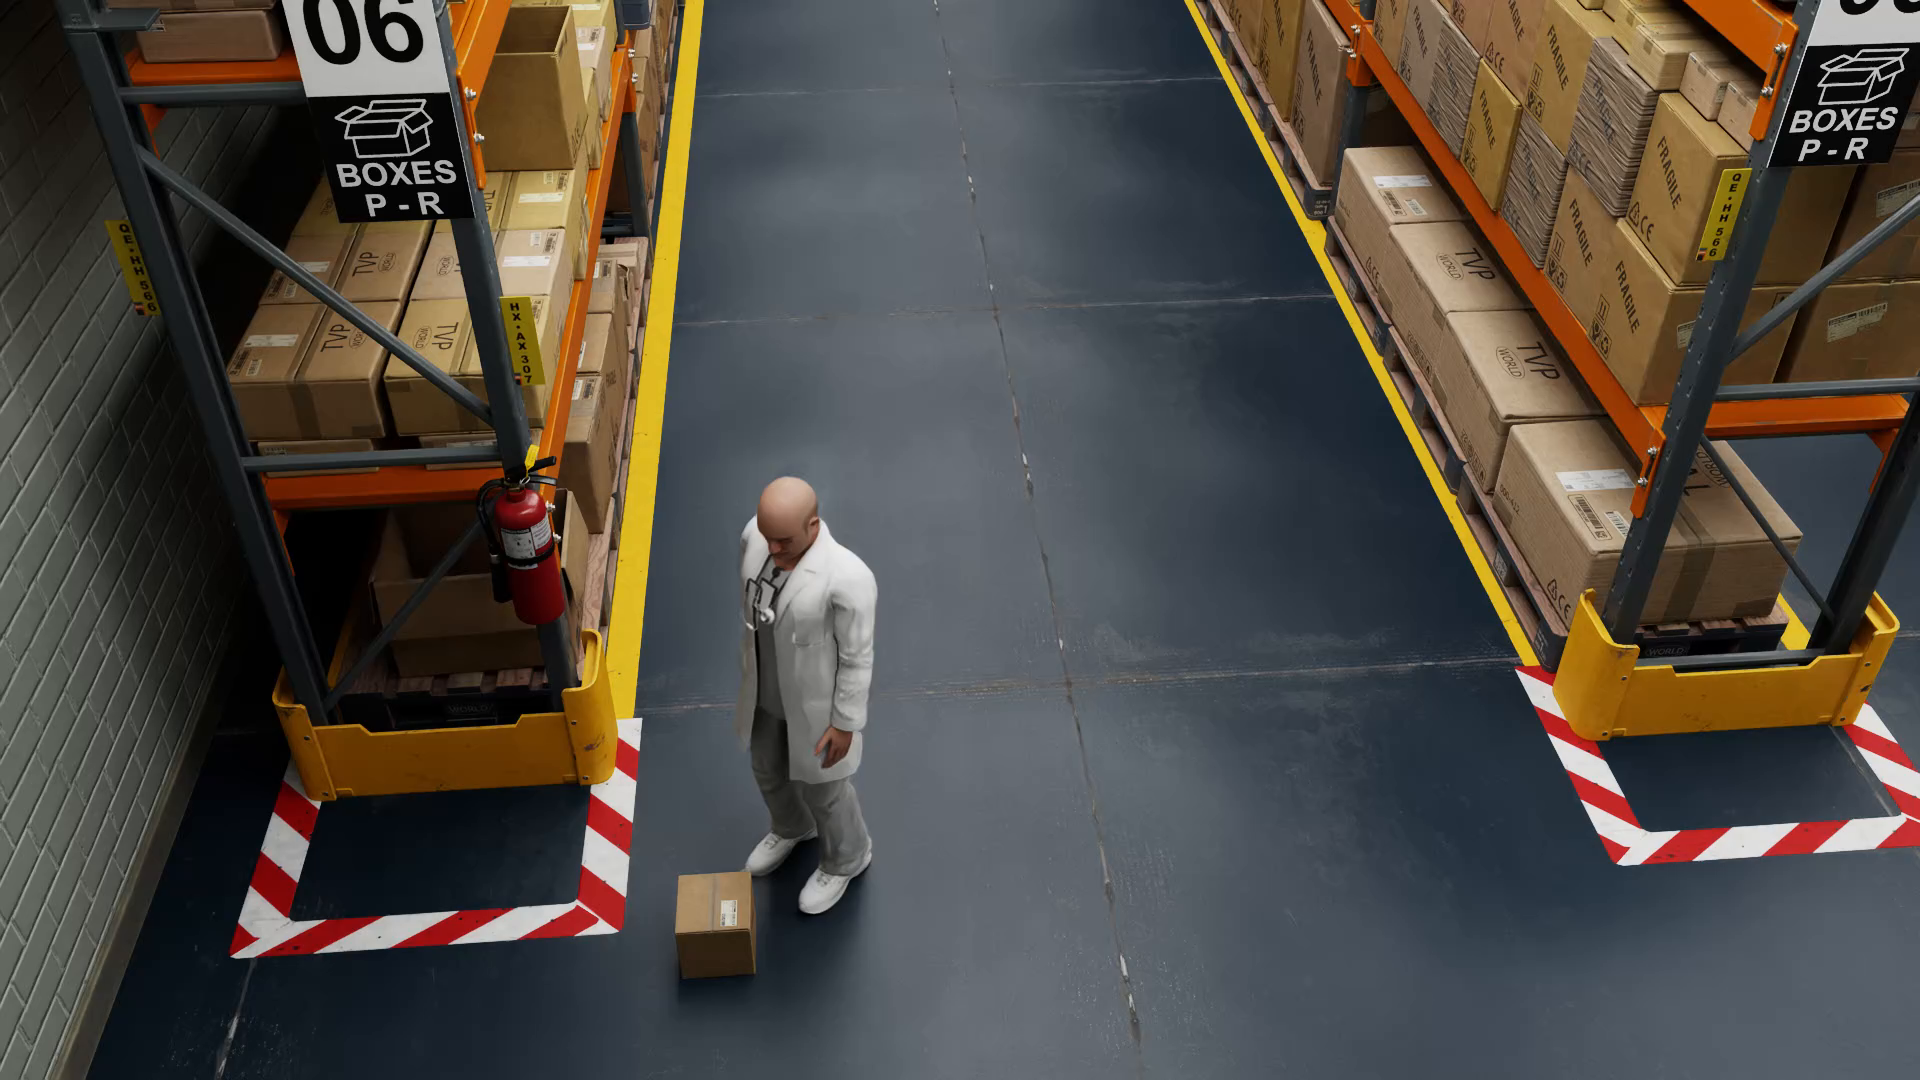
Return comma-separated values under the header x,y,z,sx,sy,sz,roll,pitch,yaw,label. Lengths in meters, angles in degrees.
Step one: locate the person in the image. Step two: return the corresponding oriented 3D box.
x,y,z,sx,sy,sz,roll,pitch,yaw,label
-0.524,0.519,5.529,0.564,1.772,0.378,28,46,30,person
